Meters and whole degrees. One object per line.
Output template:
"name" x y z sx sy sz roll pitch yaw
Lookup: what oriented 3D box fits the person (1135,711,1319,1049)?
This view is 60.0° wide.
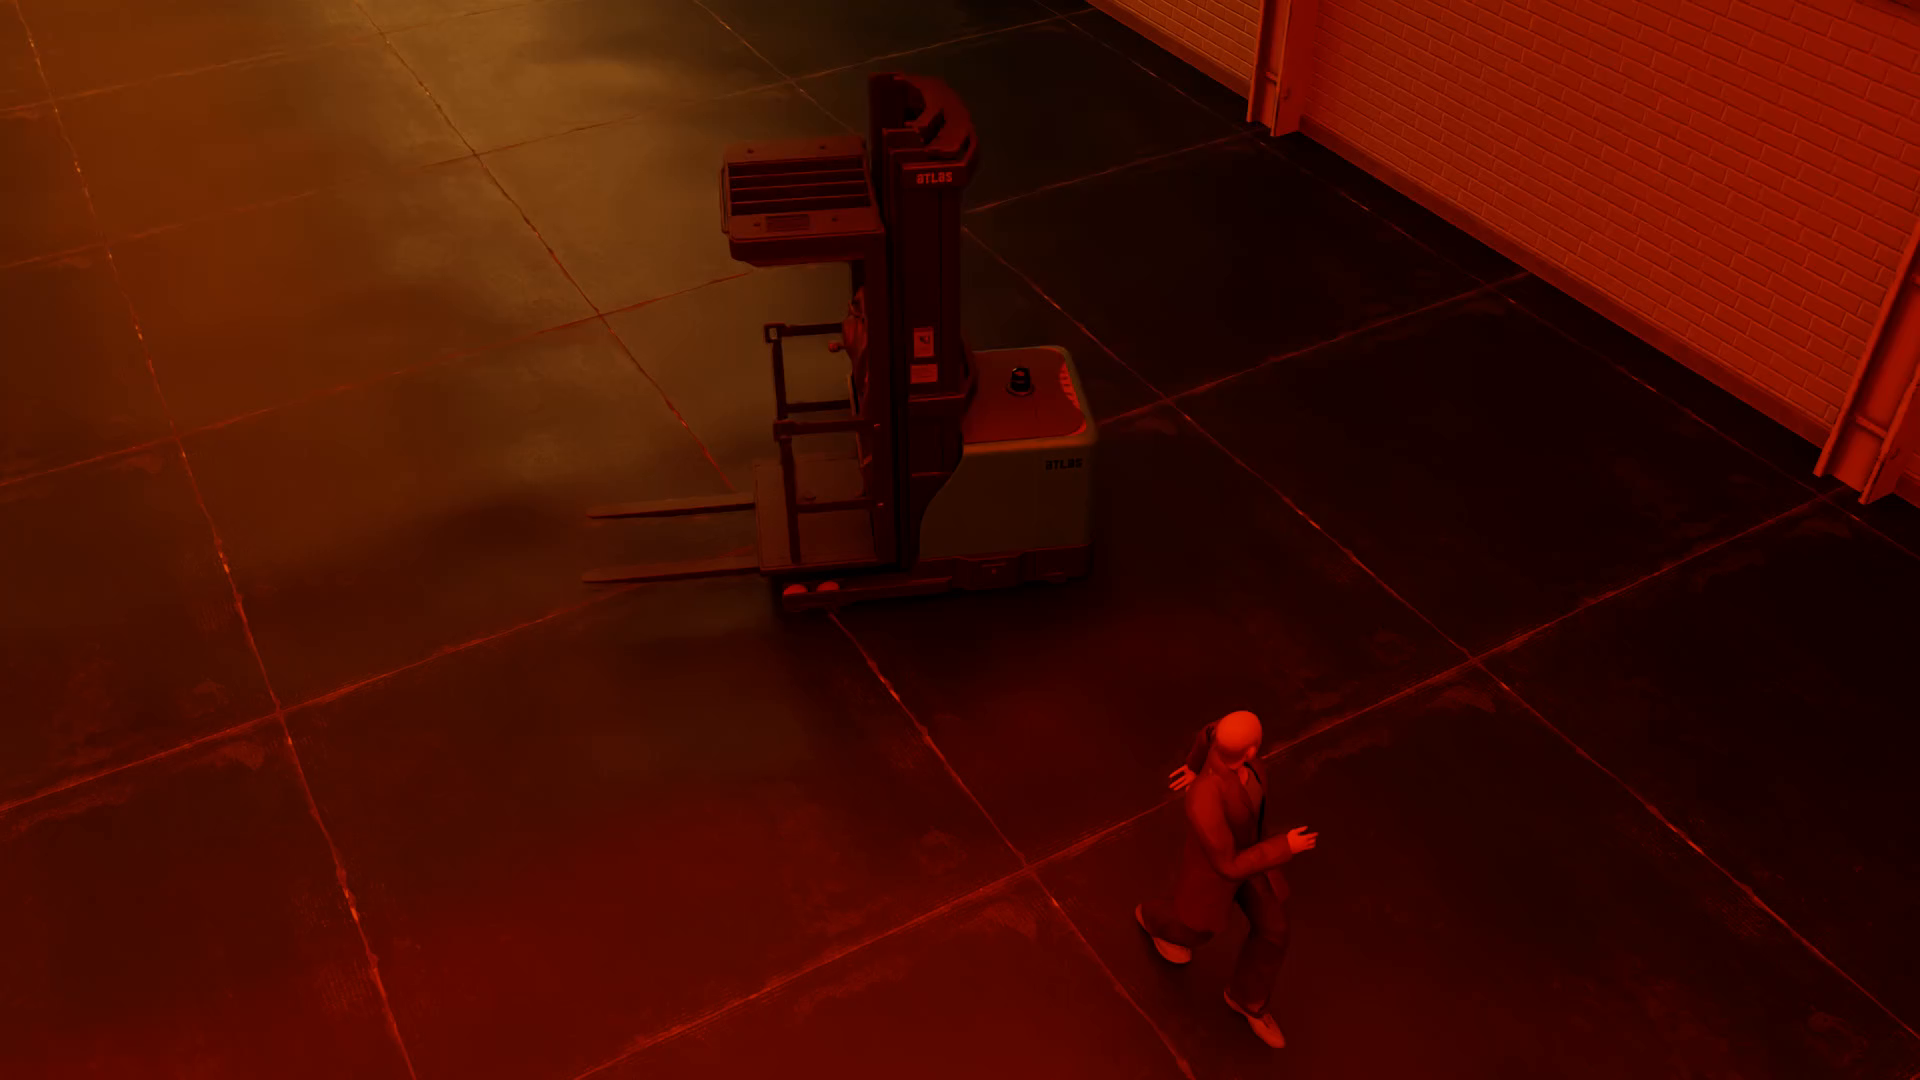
"person" 1.183 1.407 7.344 0.607 1.706 1.007 -30 48 -31

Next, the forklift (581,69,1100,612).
"forklift" -0.753 -1.062 9.316 3.031 2.935 1.130 -5 40 -6
